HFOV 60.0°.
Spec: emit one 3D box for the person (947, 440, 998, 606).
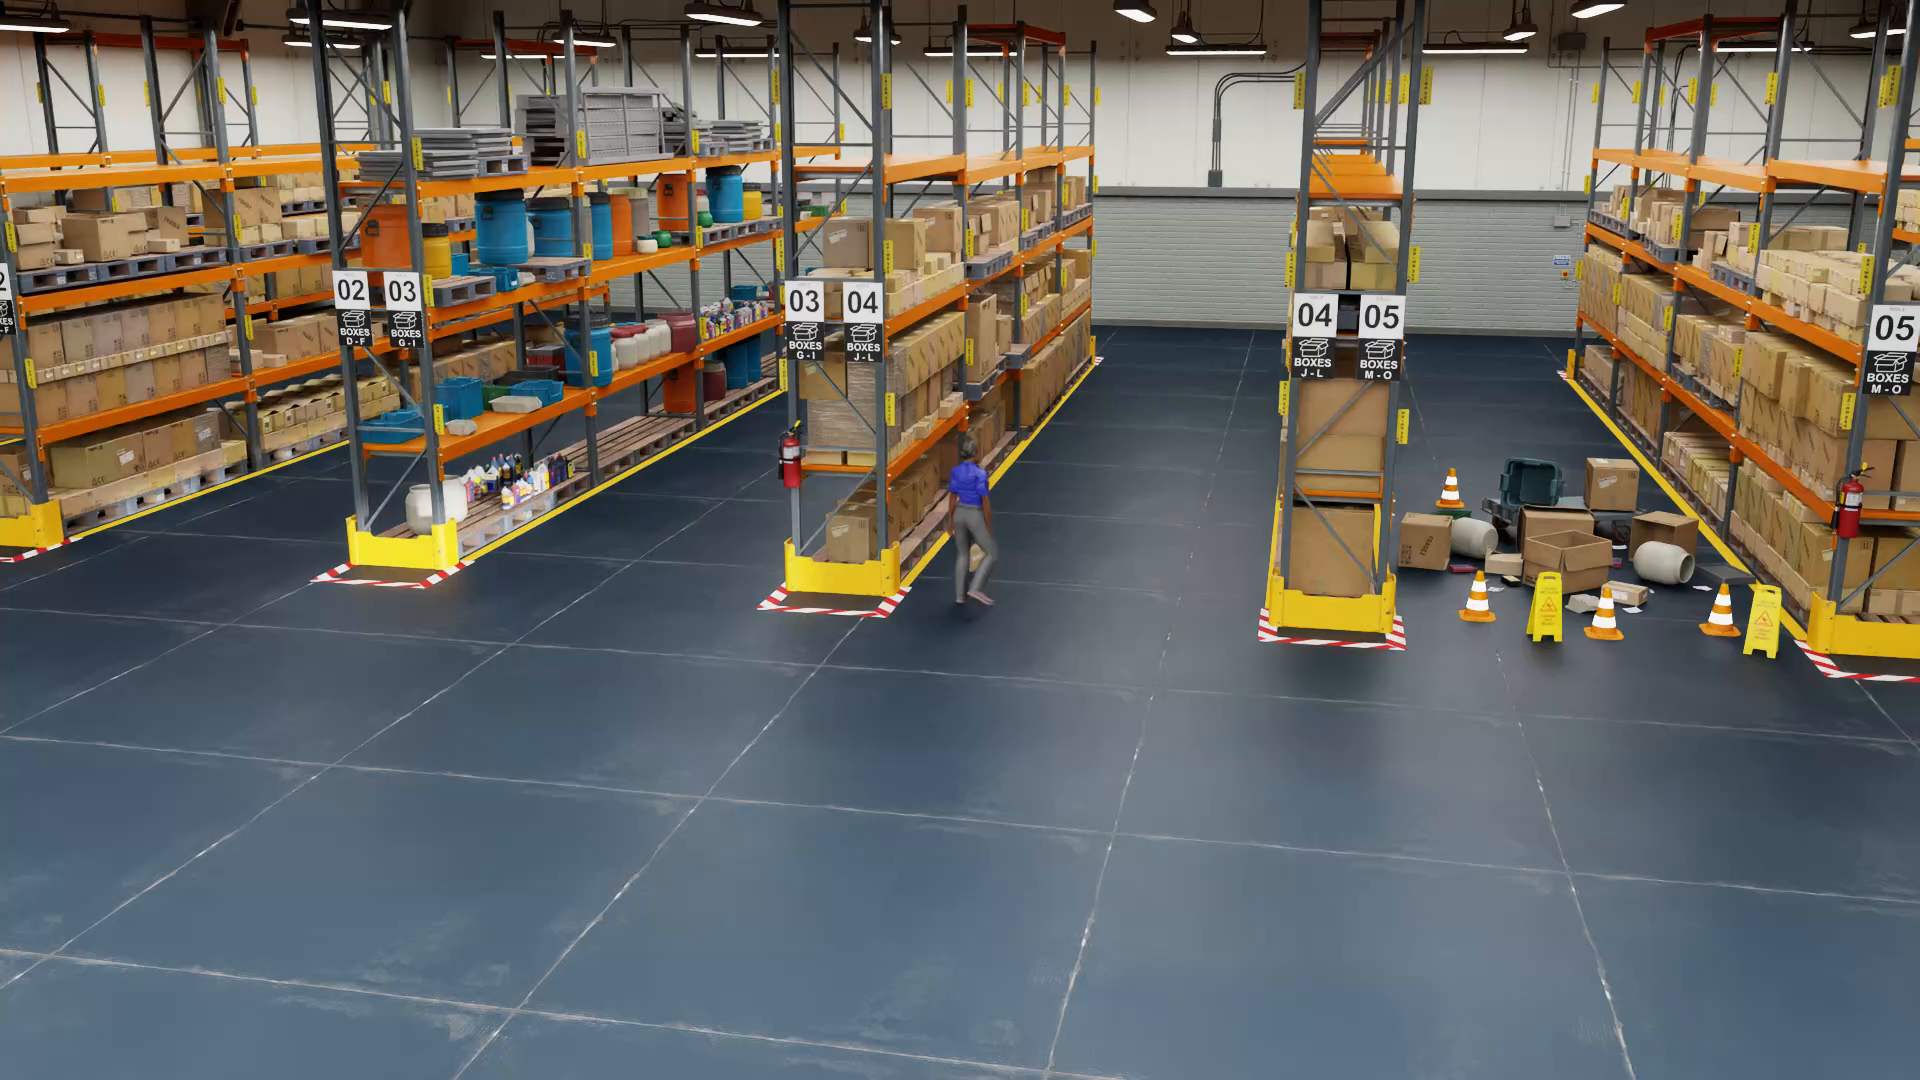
[{"bbox_3d":[0.121,-0.159,16.578,0.610,1.651,0.469,10,18,32],"label":"person"}]
